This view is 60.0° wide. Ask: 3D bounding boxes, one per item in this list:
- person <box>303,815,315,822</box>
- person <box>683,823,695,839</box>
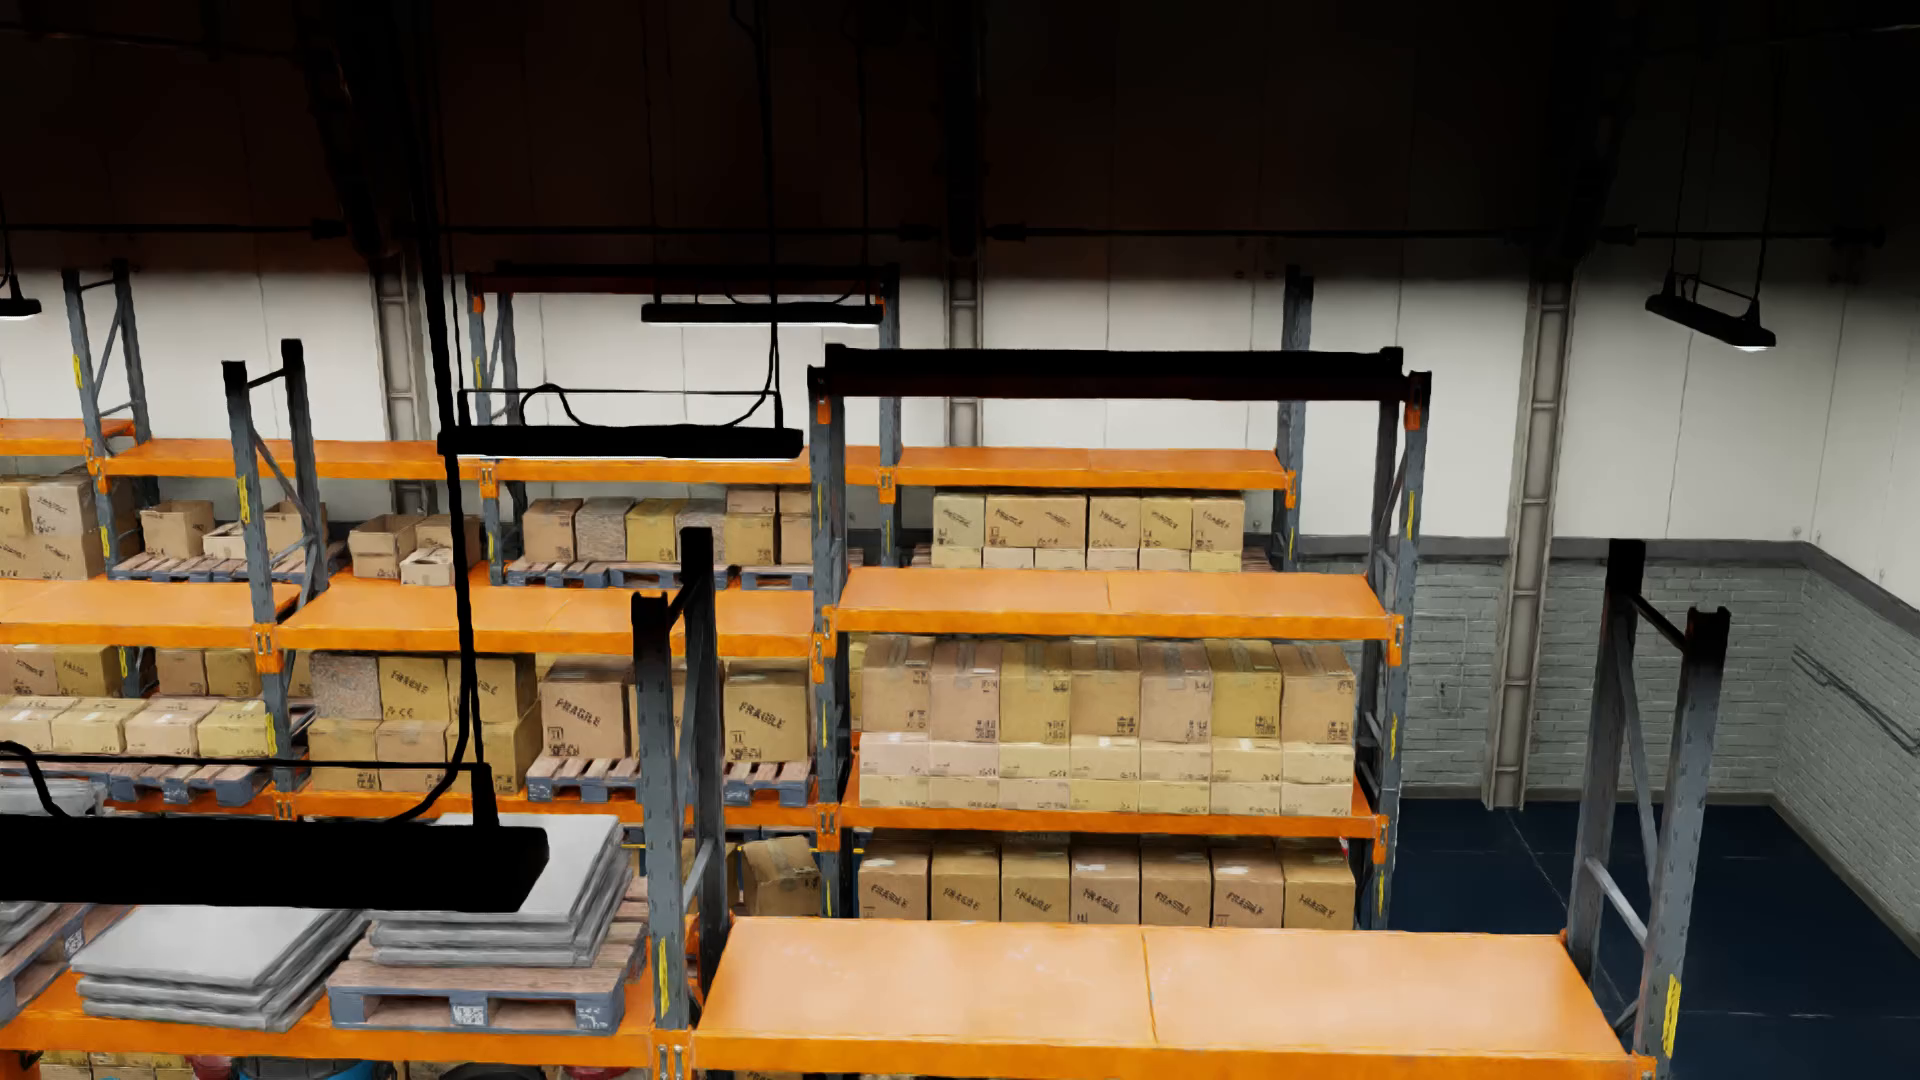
[{"bbox_3d":[-5.651,3.183,14.792,0.582,1.611,0.625,0,16,1],"label":"person"},{"bbox_3d":[-2.384,3.183,14.533,1.193,1.698,0.598,1,16,5],"label":"person"}]
